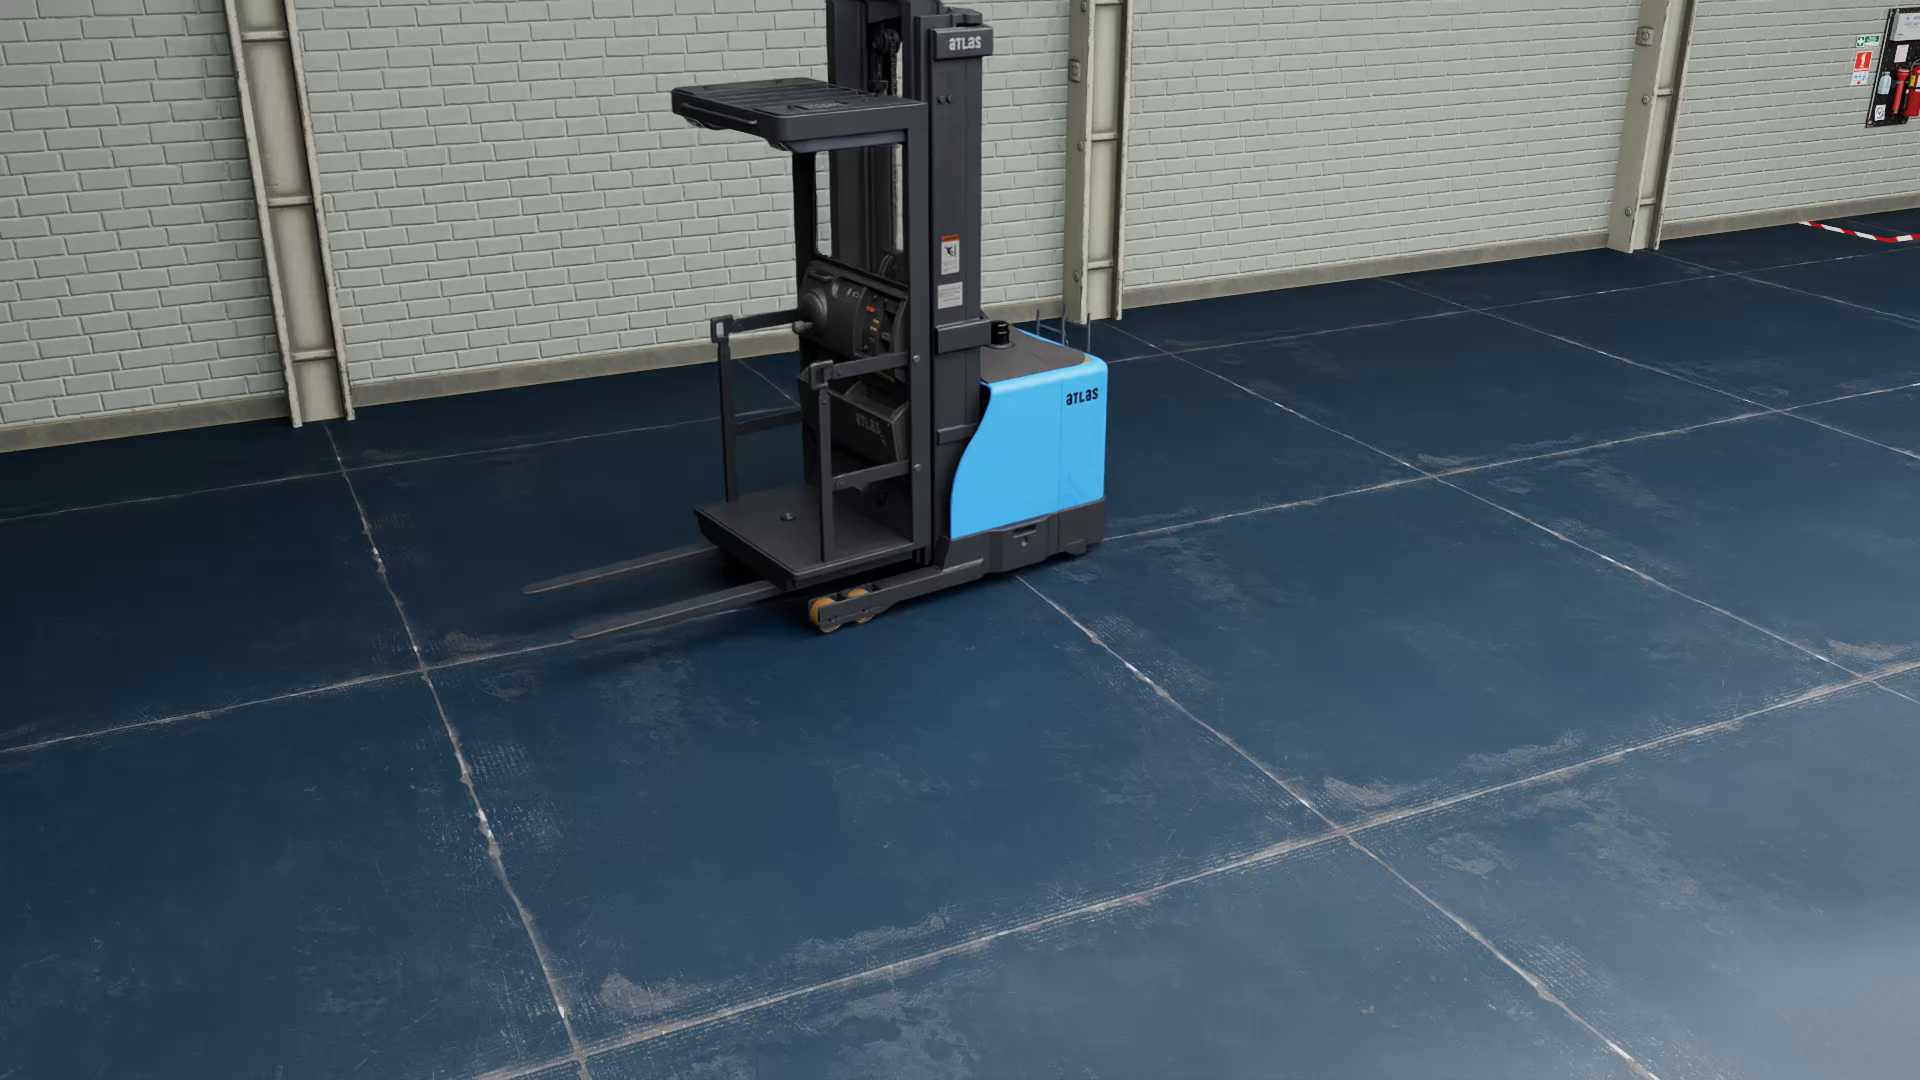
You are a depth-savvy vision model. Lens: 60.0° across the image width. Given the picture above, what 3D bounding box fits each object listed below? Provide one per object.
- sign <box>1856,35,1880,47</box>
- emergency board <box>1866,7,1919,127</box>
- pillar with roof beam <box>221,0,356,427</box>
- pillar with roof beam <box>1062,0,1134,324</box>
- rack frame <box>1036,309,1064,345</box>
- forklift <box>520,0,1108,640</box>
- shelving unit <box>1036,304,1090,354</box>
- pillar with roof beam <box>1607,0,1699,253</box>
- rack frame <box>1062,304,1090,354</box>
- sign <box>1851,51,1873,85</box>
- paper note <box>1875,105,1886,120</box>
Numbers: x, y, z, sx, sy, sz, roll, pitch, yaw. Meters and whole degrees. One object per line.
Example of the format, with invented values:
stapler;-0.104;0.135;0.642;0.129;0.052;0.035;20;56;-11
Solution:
sign;9.119;-5.011;16.695;0.331;0.109;0.001;-10;25;-24
emergency board;9.654;-4.809;16.945;0.643;1.169;0.194;-10;25;-24
pillar with roof beam;-2.455;-3.508;5.959;0.400;9.000;9.100;-10;25;-24
pillar with roof beam;2.951;-4.503;8.363;0.400;9.000;9.100;-10;25;-24
rack frame;0.495;-0.689;9.346;0.006;1.200;0.240;-15;27;-32
forklift;-0.708;-1.132;8.152;3.031;2.935;1.130;-15;27;-32
shelving unit;0.570;-0.709;9.395;0.189;1.200;0.258;-15;27;-32
pillar with roof beam;8.358;-5.498;10.767;0.400;9.000;9.100;-10;25;-24
rack frame;0.645;-0.729;9.443;0.006;1.200;0.240;-15;27;-32
sign;9.111;-4.769;16.802;0.234;0.329;0.001;-10;25;-24
paper note;9.464;-4.396;17.100;0.142;0.148;0.016;-10;25;-24
